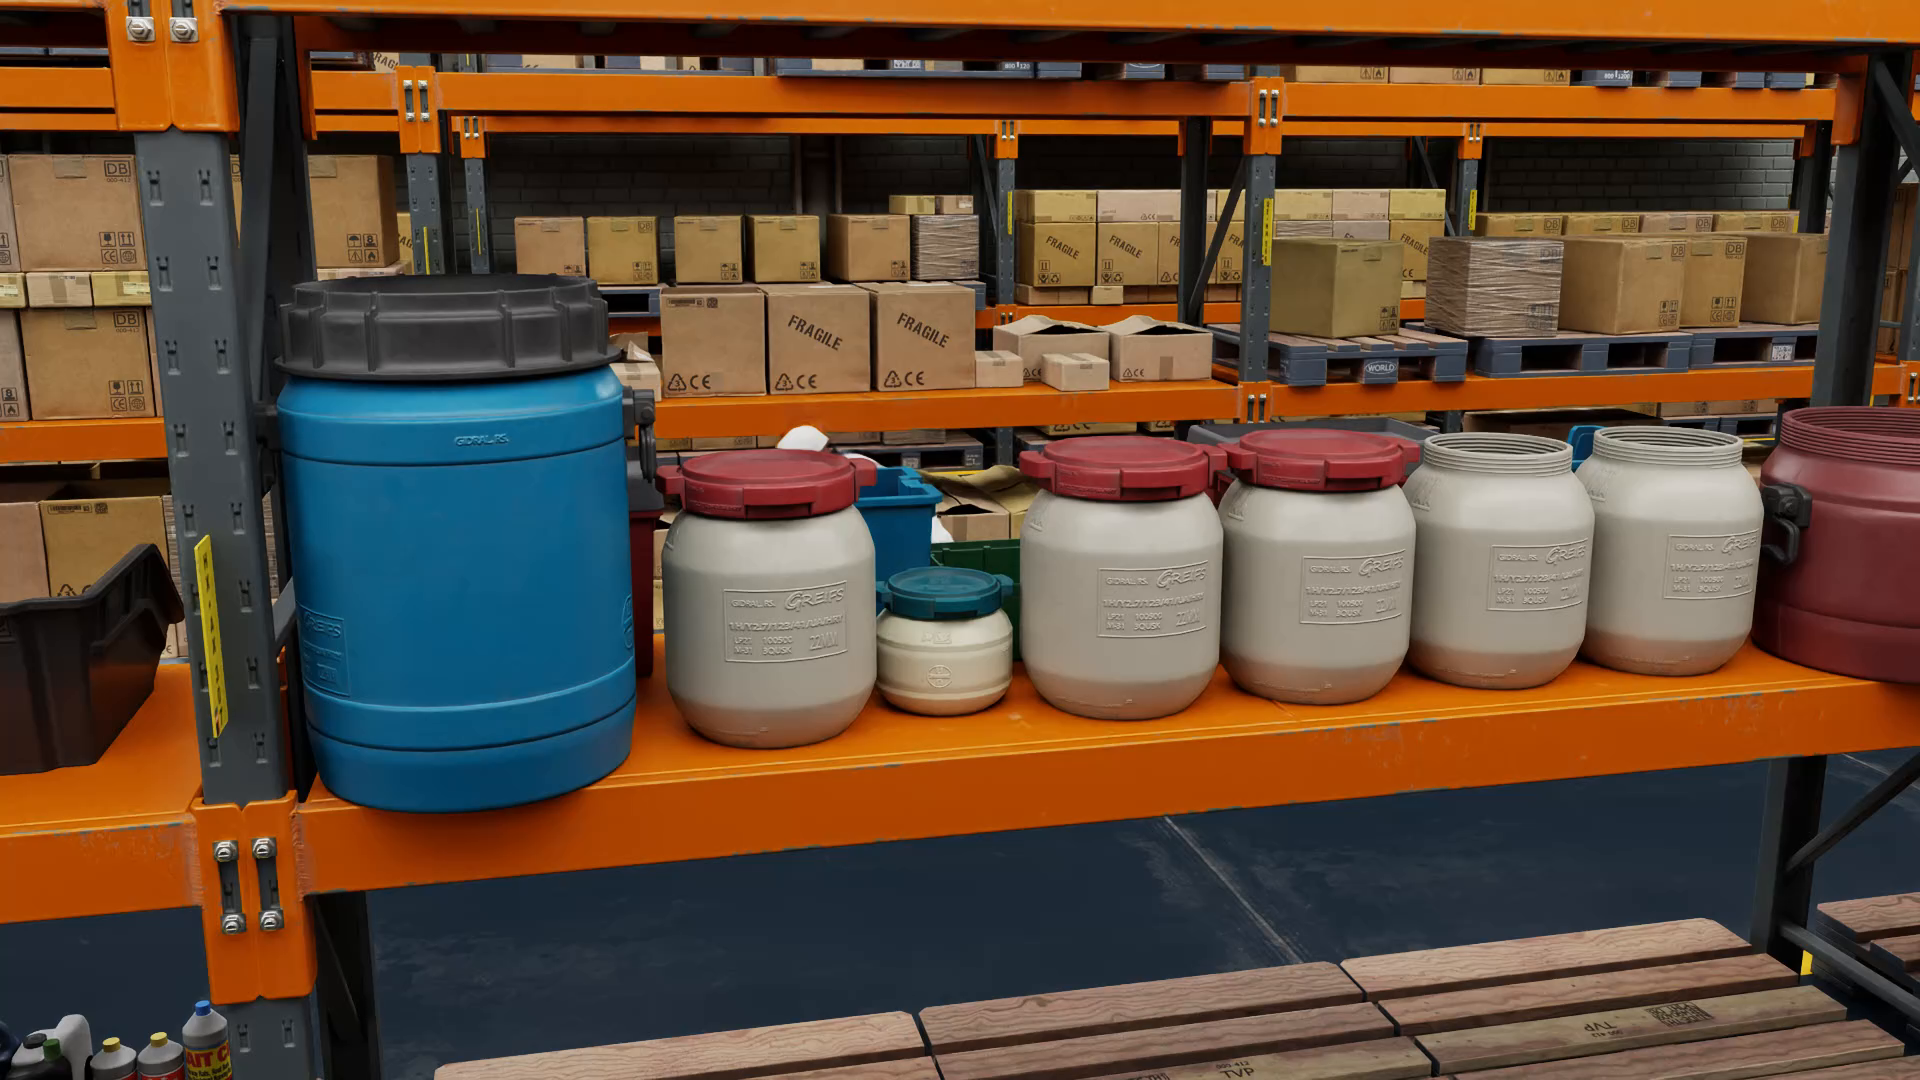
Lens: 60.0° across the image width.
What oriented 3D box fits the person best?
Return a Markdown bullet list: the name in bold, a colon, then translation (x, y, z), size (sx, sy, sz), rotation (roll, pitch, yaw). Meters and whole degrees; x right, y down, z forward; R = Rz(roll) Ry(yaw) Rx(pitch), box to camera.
- **person**: translation (-0.388, 0.164, 7.152), size (0.790, 1.346, 0.631), rotation (-3, 13, -13)
